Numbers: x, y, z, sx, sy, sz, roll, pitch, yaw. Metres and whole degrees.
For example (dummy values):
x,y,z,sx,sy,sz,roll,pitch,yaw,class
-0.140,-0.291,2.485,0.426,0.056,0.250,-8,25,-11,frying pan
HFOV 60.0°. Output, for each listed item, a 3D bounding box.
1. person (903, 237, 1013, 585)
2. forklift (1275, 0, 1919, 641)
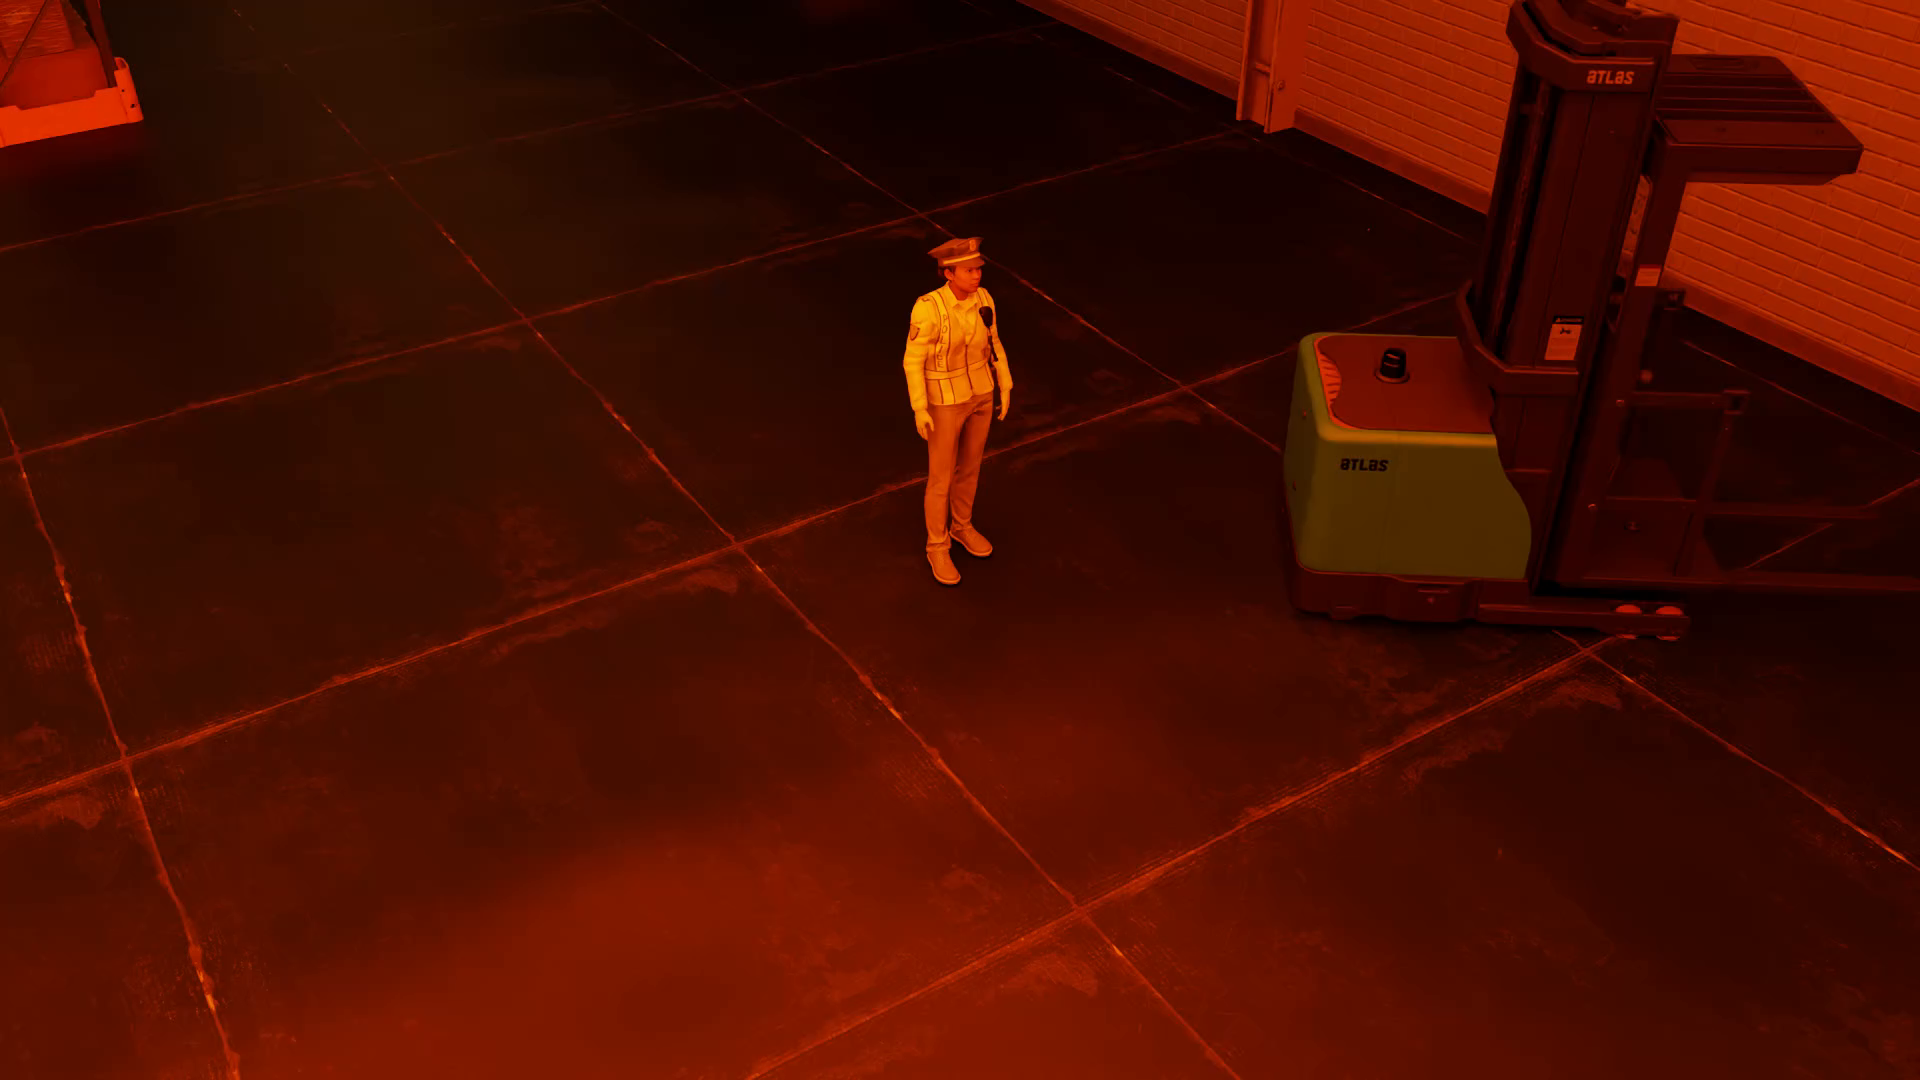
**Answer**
x,y,z,sx,sy,sz,roll,pitch,yaw,class
0.031,-0.664,8.156,0.586,1.694,0.532,-21,40,-27,person
3.161,-1.033,7.617,3.031,2.935,1.130,2,35,3,forklift
